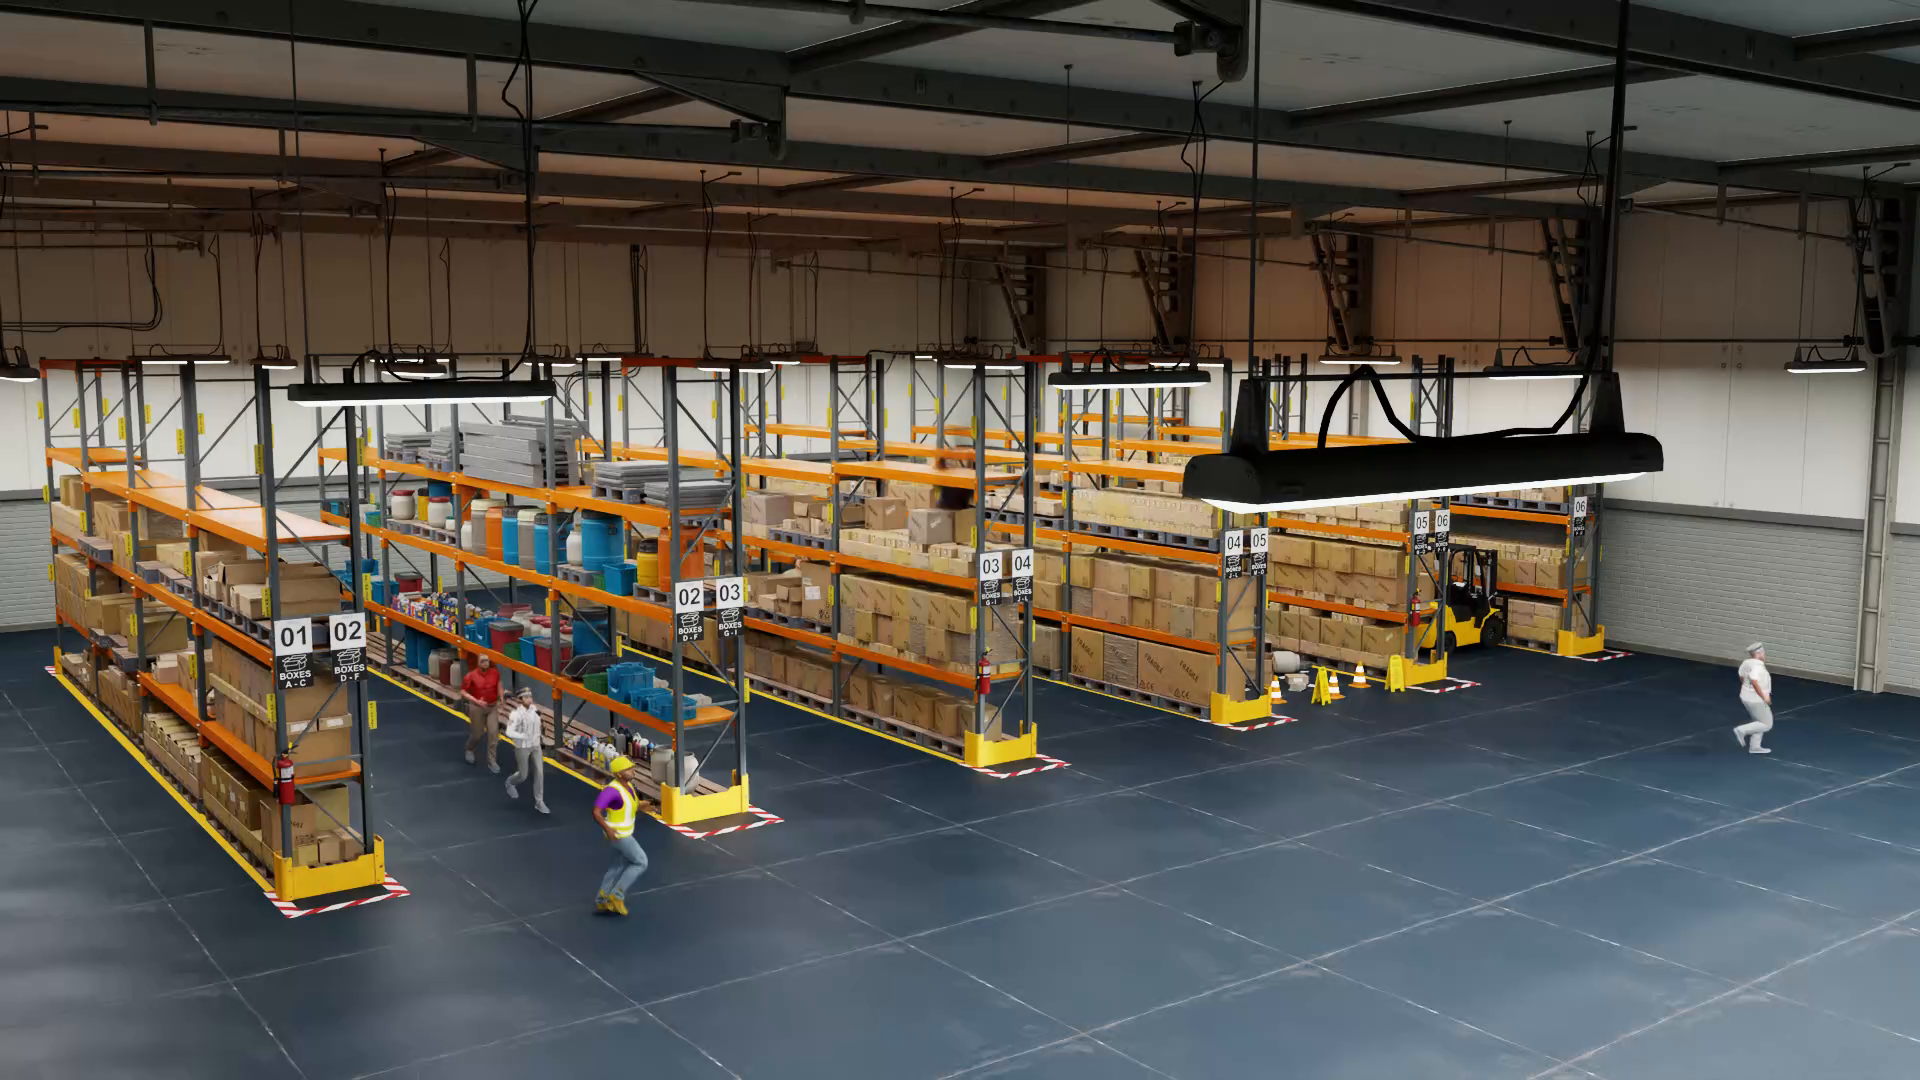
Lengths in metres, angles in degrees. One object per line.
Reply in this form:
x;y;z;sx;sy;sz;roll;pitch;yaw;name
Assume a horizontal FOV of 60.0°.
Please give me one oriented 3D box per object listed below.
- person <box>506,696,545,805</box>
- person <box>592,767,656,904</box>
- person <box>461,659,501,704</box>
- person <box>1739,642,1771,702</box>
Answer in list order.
-5.876;2.779;22.473;0.705;1.570;0.616;6;9;42;person
-3.710;3.232;18.415;0.674;1.622;0.668;-1;7;-4;person
-7.047;2.085;24.560;0.655;0.685;0.393;-6;9;-39;person
12.181;2.004;25.423;0.394;0.901;0.652;0;7;1;person
